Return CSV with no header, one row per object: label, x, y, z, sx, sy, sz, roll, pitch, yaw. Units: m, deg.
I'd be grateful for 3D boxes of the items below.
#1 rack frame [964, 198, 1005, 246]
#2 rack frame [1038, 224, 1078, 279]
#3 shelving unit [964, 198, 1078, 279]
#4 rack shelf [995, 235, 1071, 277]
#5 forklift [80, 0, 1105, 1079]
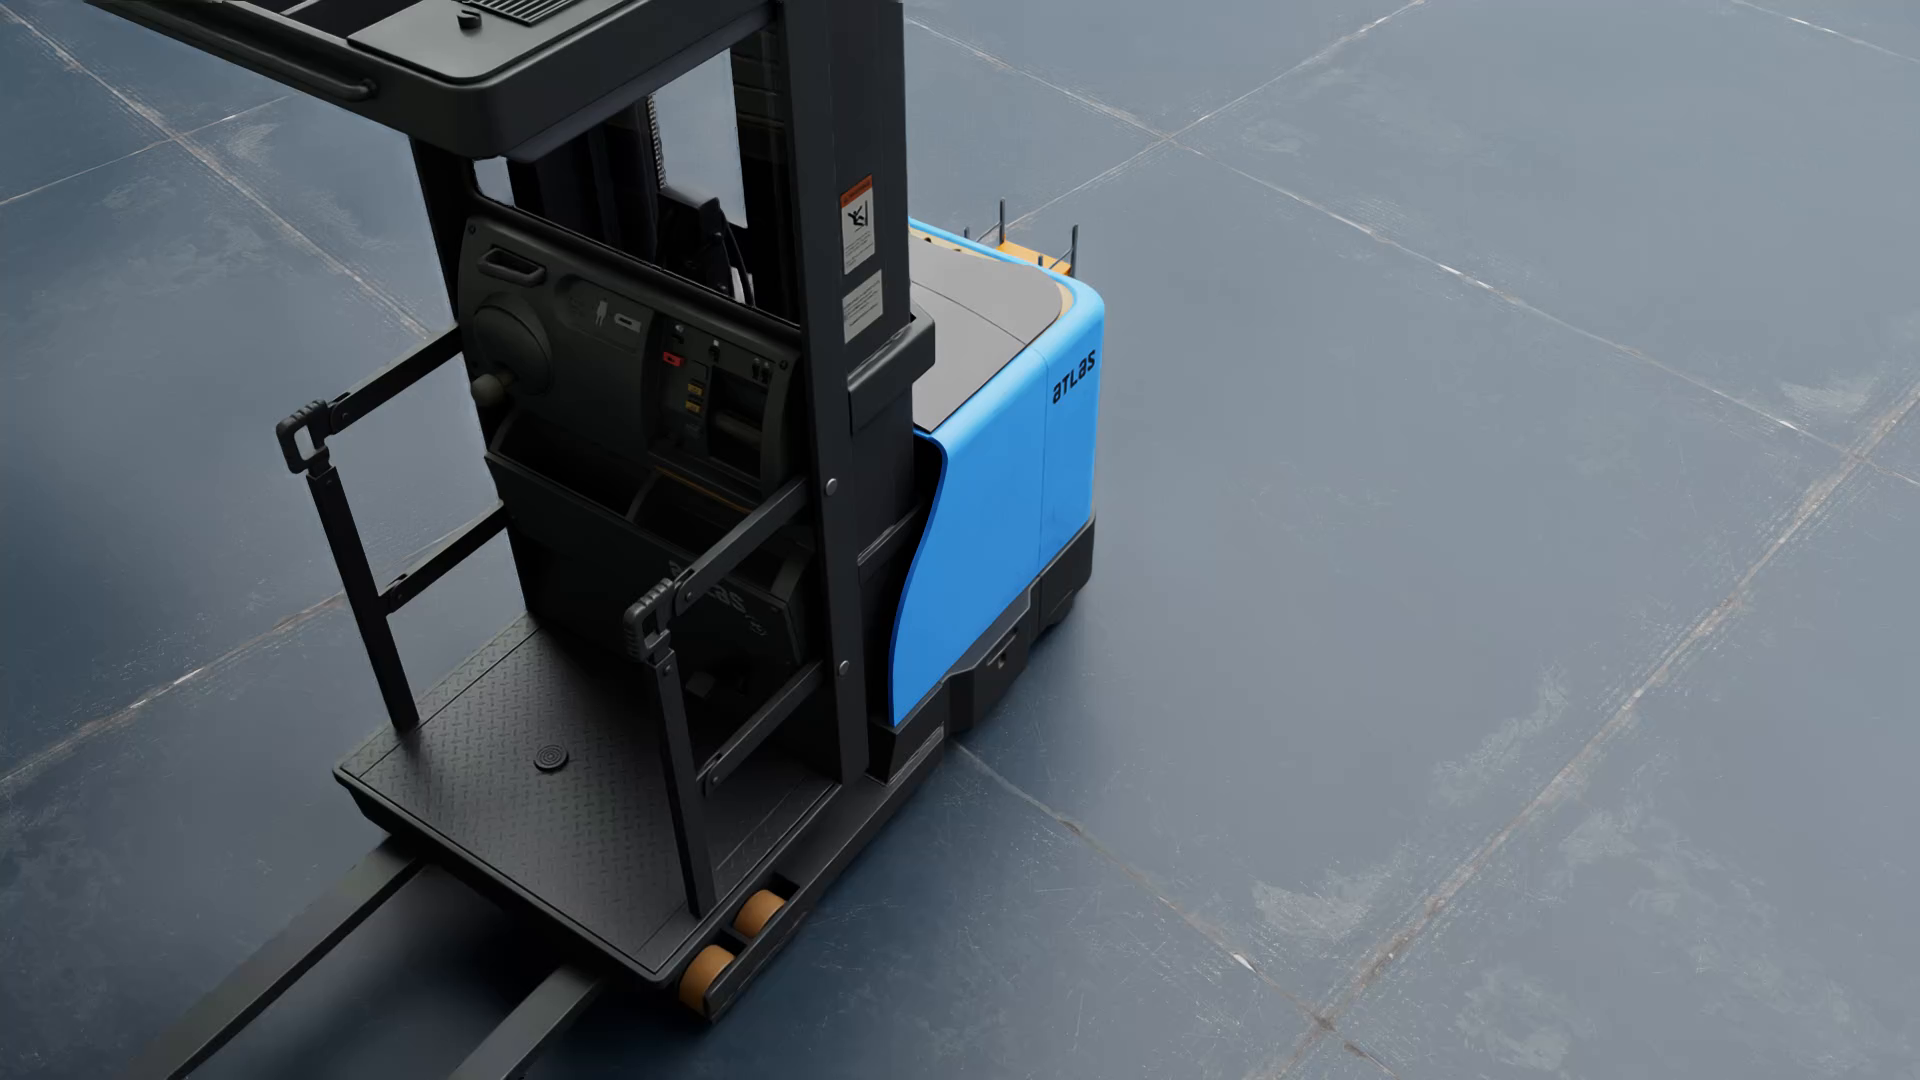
rack frame,0.070,-0.538,5.059,0.008,1.050,0.200,25,48,24
rack frame,0.272,-0.445,4.958,0.008,1.050,0.200,25,48,24
shelving unit,0.171,-0.492,5.008,0.252,1.050,0.215,25,48,24
rack shelf,0.171,-0.692,4.823,0.240,0.259,0.215,25,48,24
forklift,-0.847,-0.307,3.423,1.130,2.935,3.031,25,48,24
